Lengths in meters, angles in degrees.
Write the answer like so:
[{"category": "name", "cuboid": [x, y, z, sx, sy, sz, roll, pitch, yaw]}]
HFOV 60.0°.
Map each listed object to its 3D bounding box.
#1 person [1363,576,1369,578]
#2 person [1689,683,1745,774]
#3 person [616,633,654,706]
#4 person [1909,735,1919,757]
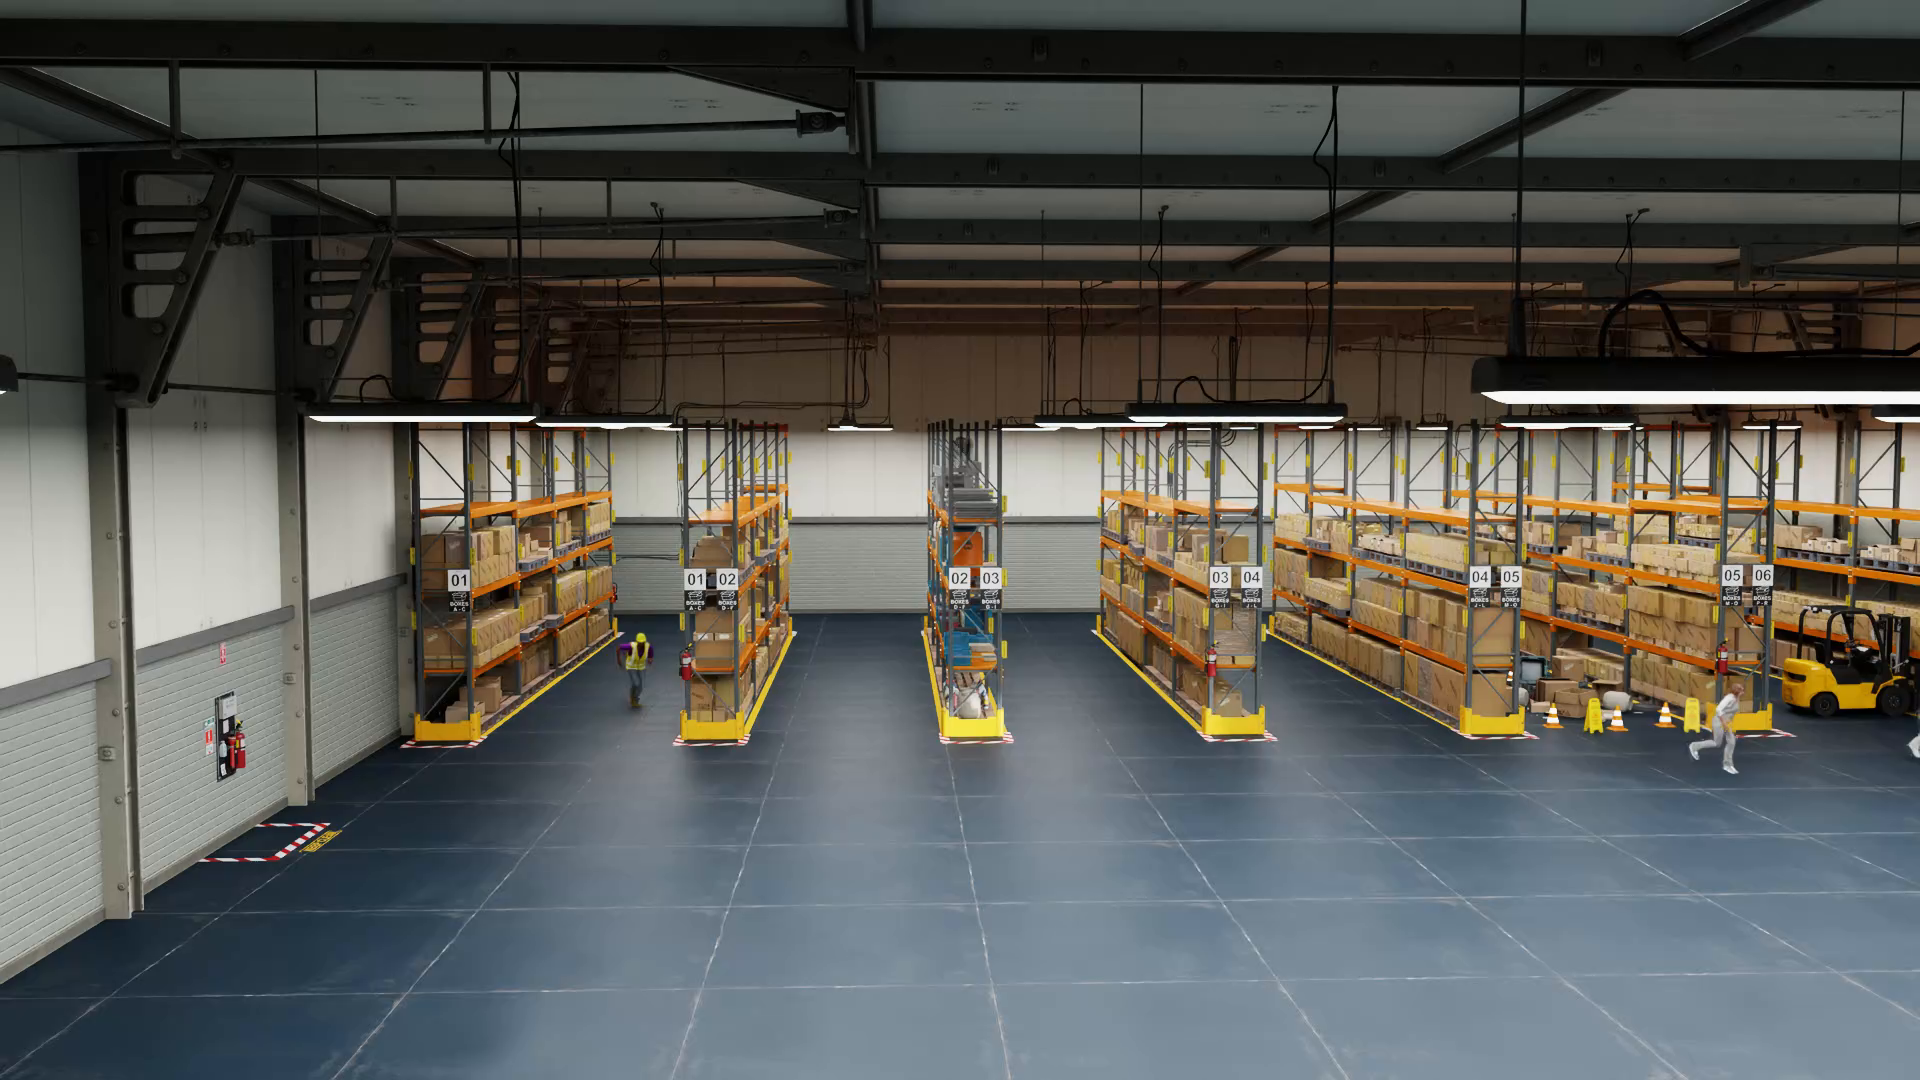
[{"category": "person", "cuboid": [11.207, 1.907, 45.948, 0.658, 1.832, 0.762, 0, 4, -3]}, {"category": "person", "cuboid": [12.869, 3.168, 28.281, 0.865, 1.548, 0.549, 3, 5, 38]}, {"category": "person", "cuboid": [-6.751, 2.708, 34.589, 0.739, 1.578, 0.893, -2, 4, -29]}, {"category": "person", "cuboid": [16.991, 3.055, 28.779, 0.755, 1.742, 1.026, -2, 4, -29]}]
